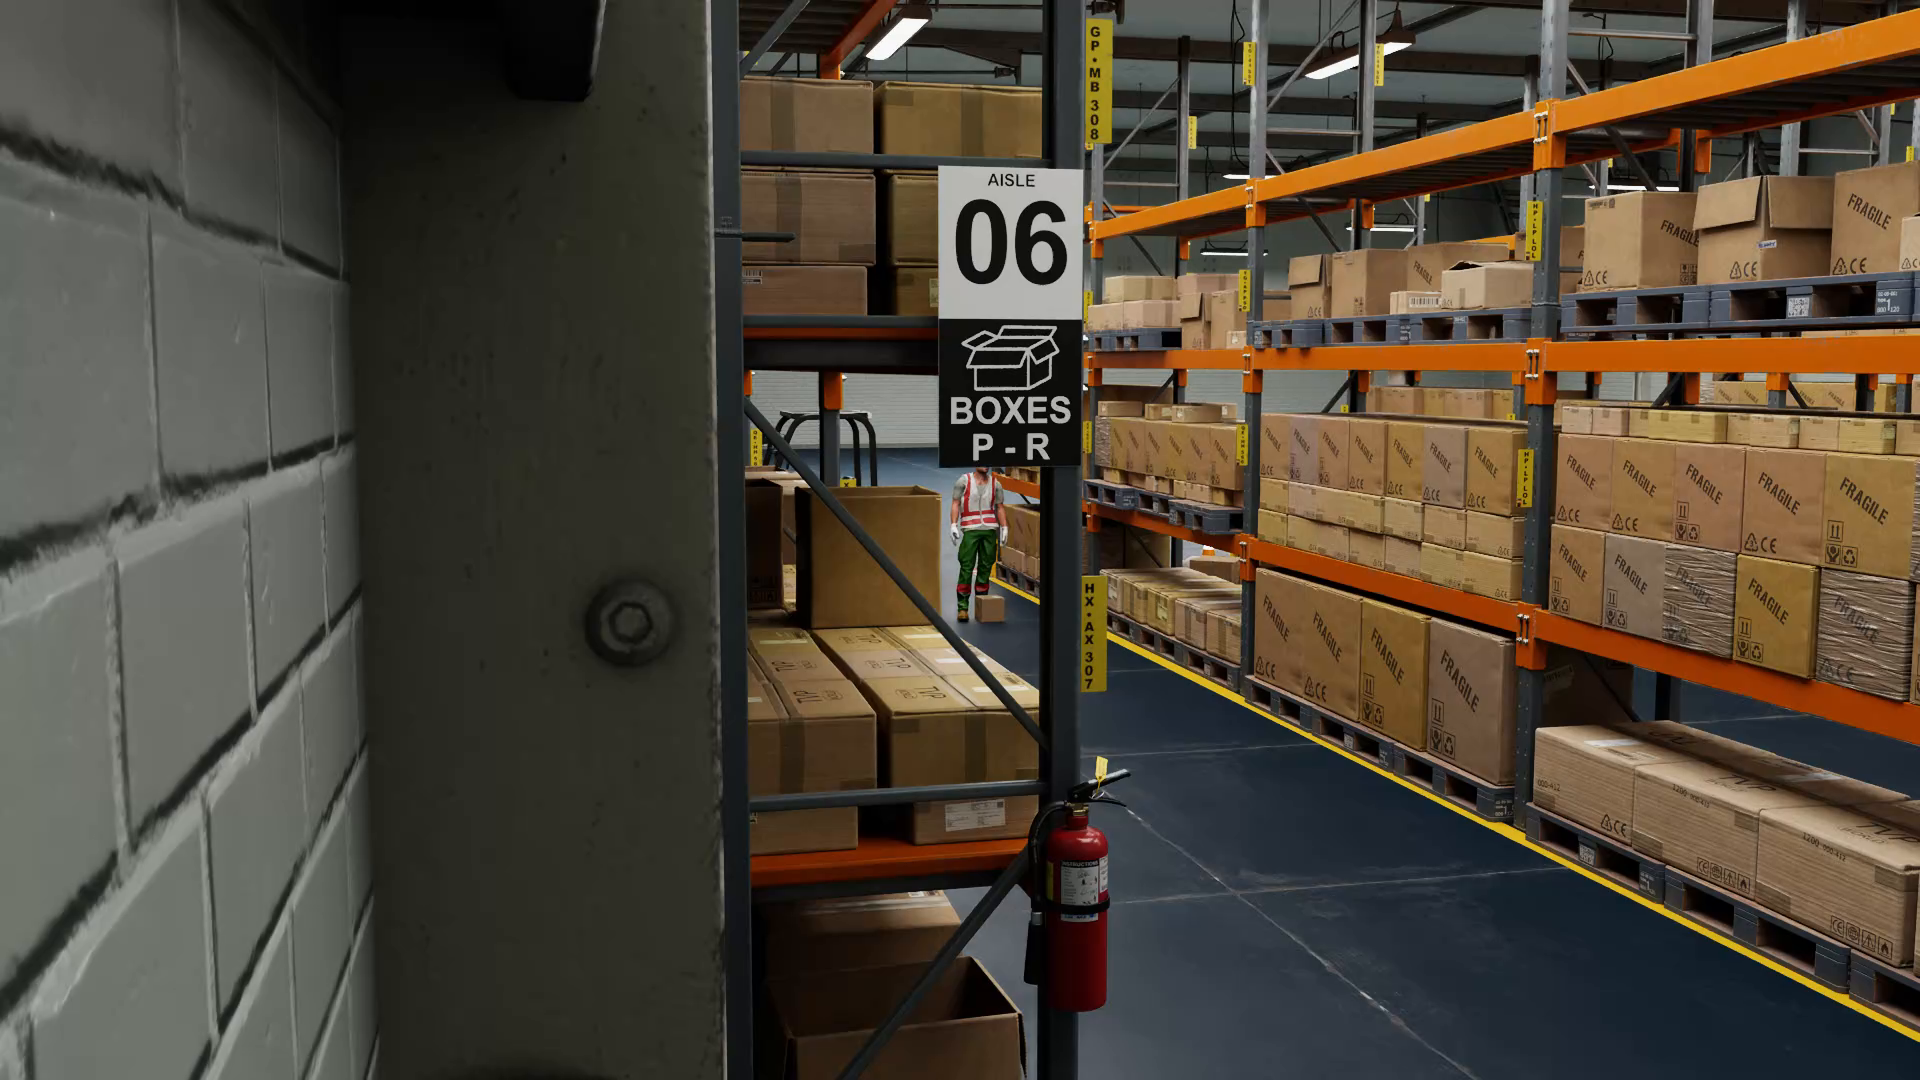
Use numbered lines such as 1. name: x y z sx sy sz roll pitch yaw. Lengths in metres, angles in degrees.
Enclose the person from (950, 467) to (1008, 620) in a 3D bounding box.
1. person: 0.217 -0.071 17.582 0.637 1.790 0.562 -2 6 -15
